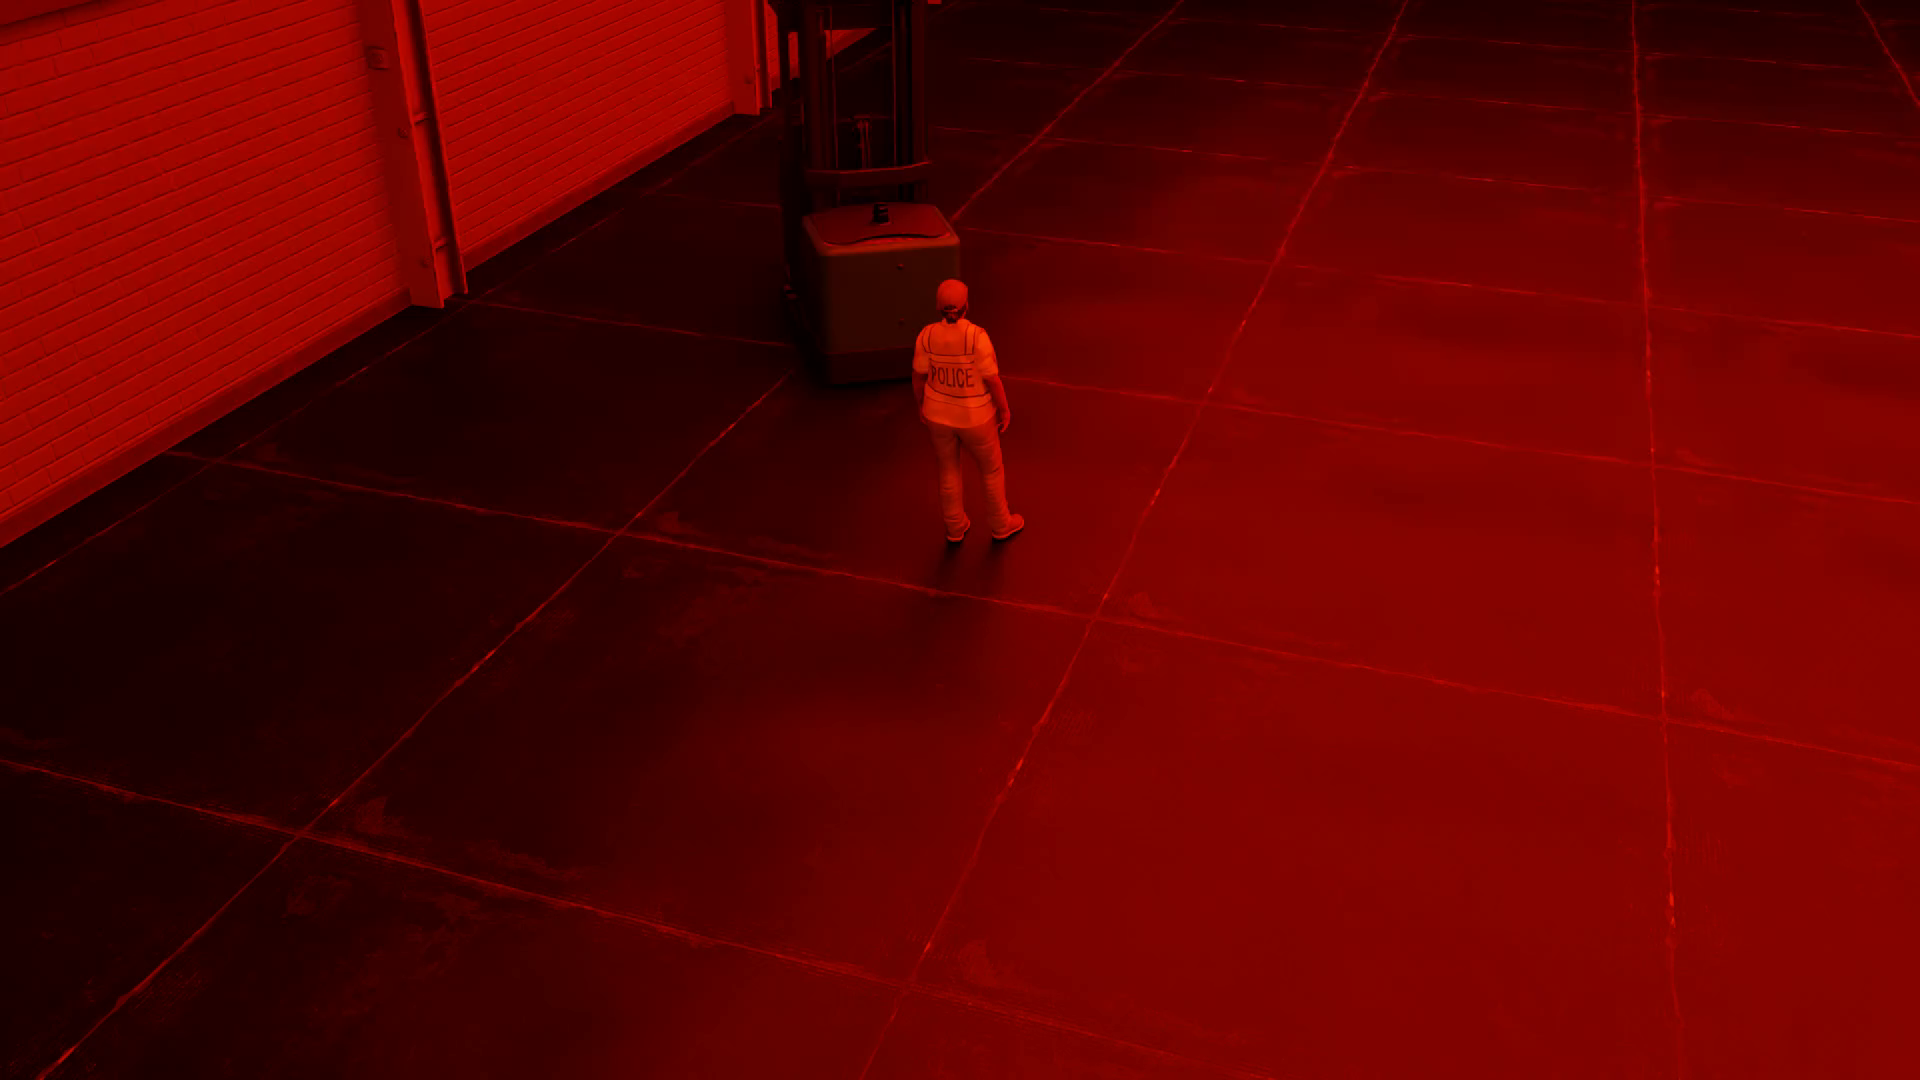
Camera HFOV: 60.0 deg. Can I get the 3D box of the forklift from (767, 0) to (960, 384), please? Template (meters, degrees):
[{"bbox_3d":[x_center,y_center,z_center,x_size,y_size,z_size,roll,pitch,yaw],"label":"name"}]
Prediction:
[{"bbox_3d":[-0.831,-3.104,12.582,1.130,2.935,3.031,-7,30,-12],"label":"forklift"}]

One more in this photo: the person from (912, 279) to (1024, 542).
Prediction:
[{"bbox_3d":[0.046,-0.763,9.736,0.599,1.670,0.529,10,31,16],"label":"person"}]
